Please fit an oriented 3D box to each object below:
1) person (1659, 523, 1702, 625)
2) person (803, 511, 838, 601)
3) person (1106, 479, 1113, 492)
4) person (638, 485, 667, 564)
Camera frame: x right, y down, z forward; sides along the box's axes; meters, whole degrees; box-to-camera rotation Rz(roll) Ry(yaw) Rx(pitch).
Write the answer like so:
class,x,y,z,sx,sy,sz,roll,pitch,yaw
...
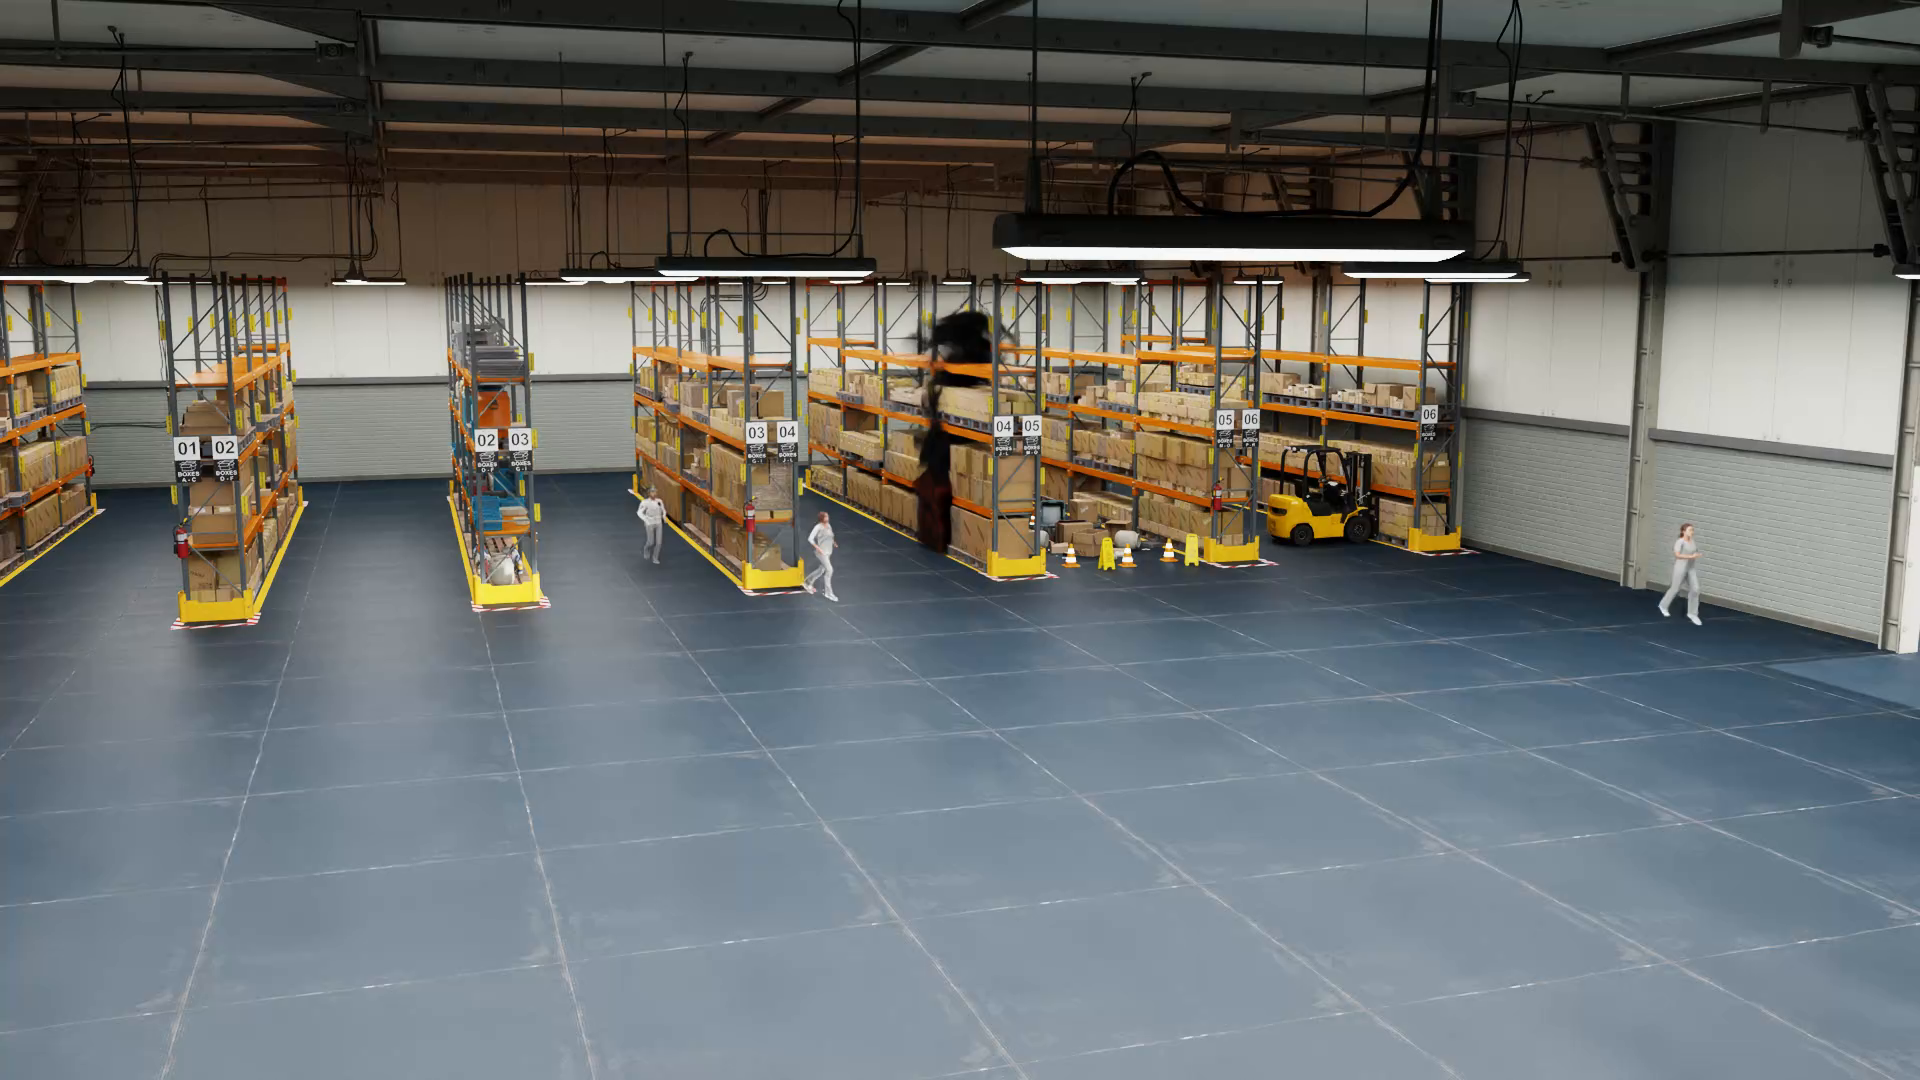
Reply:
class,x,y,z,sx,sy,sz,roll,pitch,yaw
person,12.502,0.556,28.792,0.566,1.721,0.831,-4,9,-24
person,-2.543,0.266,30.197,0.759,1.618,0.532,4,10,27
person,3.950,-1.917,44.861,0.666,1.751,0.670,-3,9,-19
person,-6.406,-0.329,34.787,0.614,1.648,0.571,-5,10,-28
